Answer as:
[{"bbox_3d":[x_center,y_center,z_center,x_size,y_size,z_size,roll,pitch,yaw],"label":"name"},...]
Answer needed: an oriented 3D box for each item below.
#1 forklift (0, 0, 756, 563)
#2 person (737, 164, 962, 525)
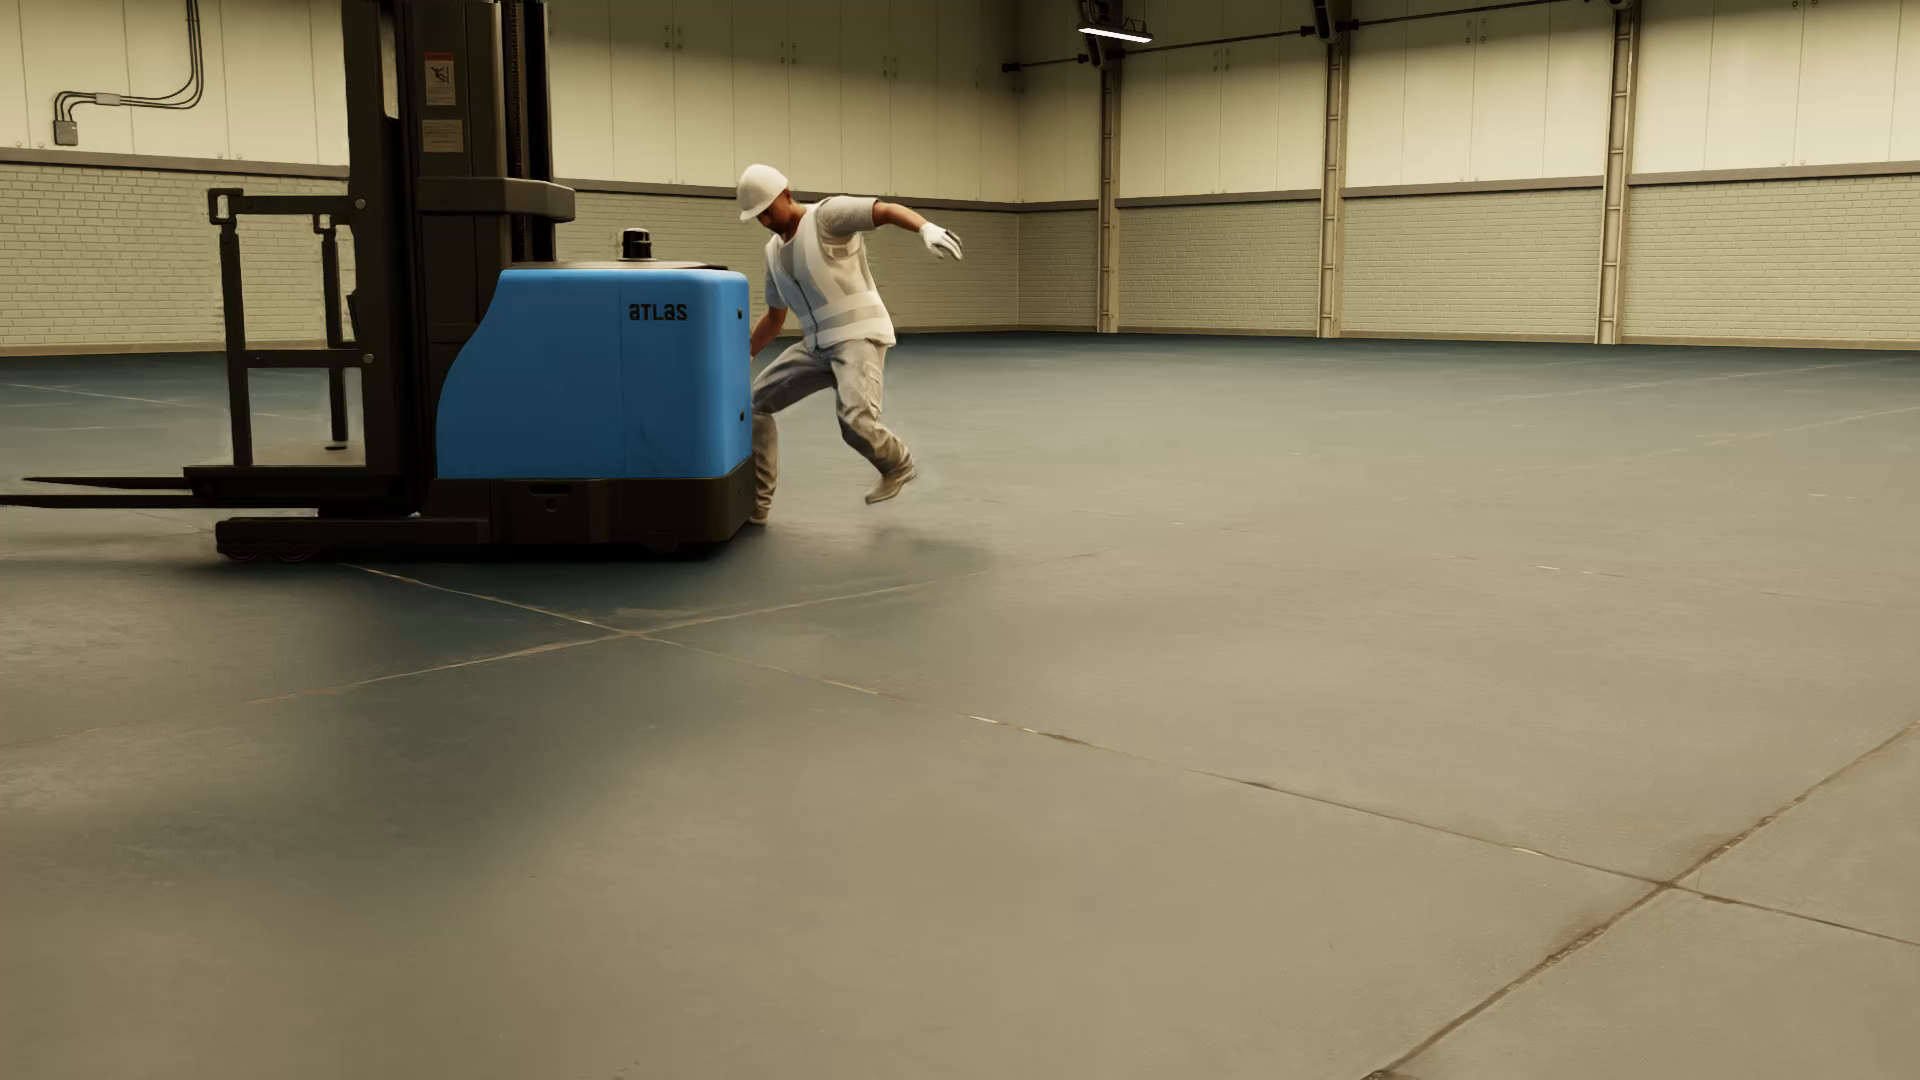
[{"bbox_3d":[-2.383,-1.444,6.466,3.031,2.935,1.130,0,9,0],"label":"forklift"},{"bbox_3d":[-0.522,-0.802,7.002,0.700,1.523,1.240,-7,11,-38],"label":"person"}]
